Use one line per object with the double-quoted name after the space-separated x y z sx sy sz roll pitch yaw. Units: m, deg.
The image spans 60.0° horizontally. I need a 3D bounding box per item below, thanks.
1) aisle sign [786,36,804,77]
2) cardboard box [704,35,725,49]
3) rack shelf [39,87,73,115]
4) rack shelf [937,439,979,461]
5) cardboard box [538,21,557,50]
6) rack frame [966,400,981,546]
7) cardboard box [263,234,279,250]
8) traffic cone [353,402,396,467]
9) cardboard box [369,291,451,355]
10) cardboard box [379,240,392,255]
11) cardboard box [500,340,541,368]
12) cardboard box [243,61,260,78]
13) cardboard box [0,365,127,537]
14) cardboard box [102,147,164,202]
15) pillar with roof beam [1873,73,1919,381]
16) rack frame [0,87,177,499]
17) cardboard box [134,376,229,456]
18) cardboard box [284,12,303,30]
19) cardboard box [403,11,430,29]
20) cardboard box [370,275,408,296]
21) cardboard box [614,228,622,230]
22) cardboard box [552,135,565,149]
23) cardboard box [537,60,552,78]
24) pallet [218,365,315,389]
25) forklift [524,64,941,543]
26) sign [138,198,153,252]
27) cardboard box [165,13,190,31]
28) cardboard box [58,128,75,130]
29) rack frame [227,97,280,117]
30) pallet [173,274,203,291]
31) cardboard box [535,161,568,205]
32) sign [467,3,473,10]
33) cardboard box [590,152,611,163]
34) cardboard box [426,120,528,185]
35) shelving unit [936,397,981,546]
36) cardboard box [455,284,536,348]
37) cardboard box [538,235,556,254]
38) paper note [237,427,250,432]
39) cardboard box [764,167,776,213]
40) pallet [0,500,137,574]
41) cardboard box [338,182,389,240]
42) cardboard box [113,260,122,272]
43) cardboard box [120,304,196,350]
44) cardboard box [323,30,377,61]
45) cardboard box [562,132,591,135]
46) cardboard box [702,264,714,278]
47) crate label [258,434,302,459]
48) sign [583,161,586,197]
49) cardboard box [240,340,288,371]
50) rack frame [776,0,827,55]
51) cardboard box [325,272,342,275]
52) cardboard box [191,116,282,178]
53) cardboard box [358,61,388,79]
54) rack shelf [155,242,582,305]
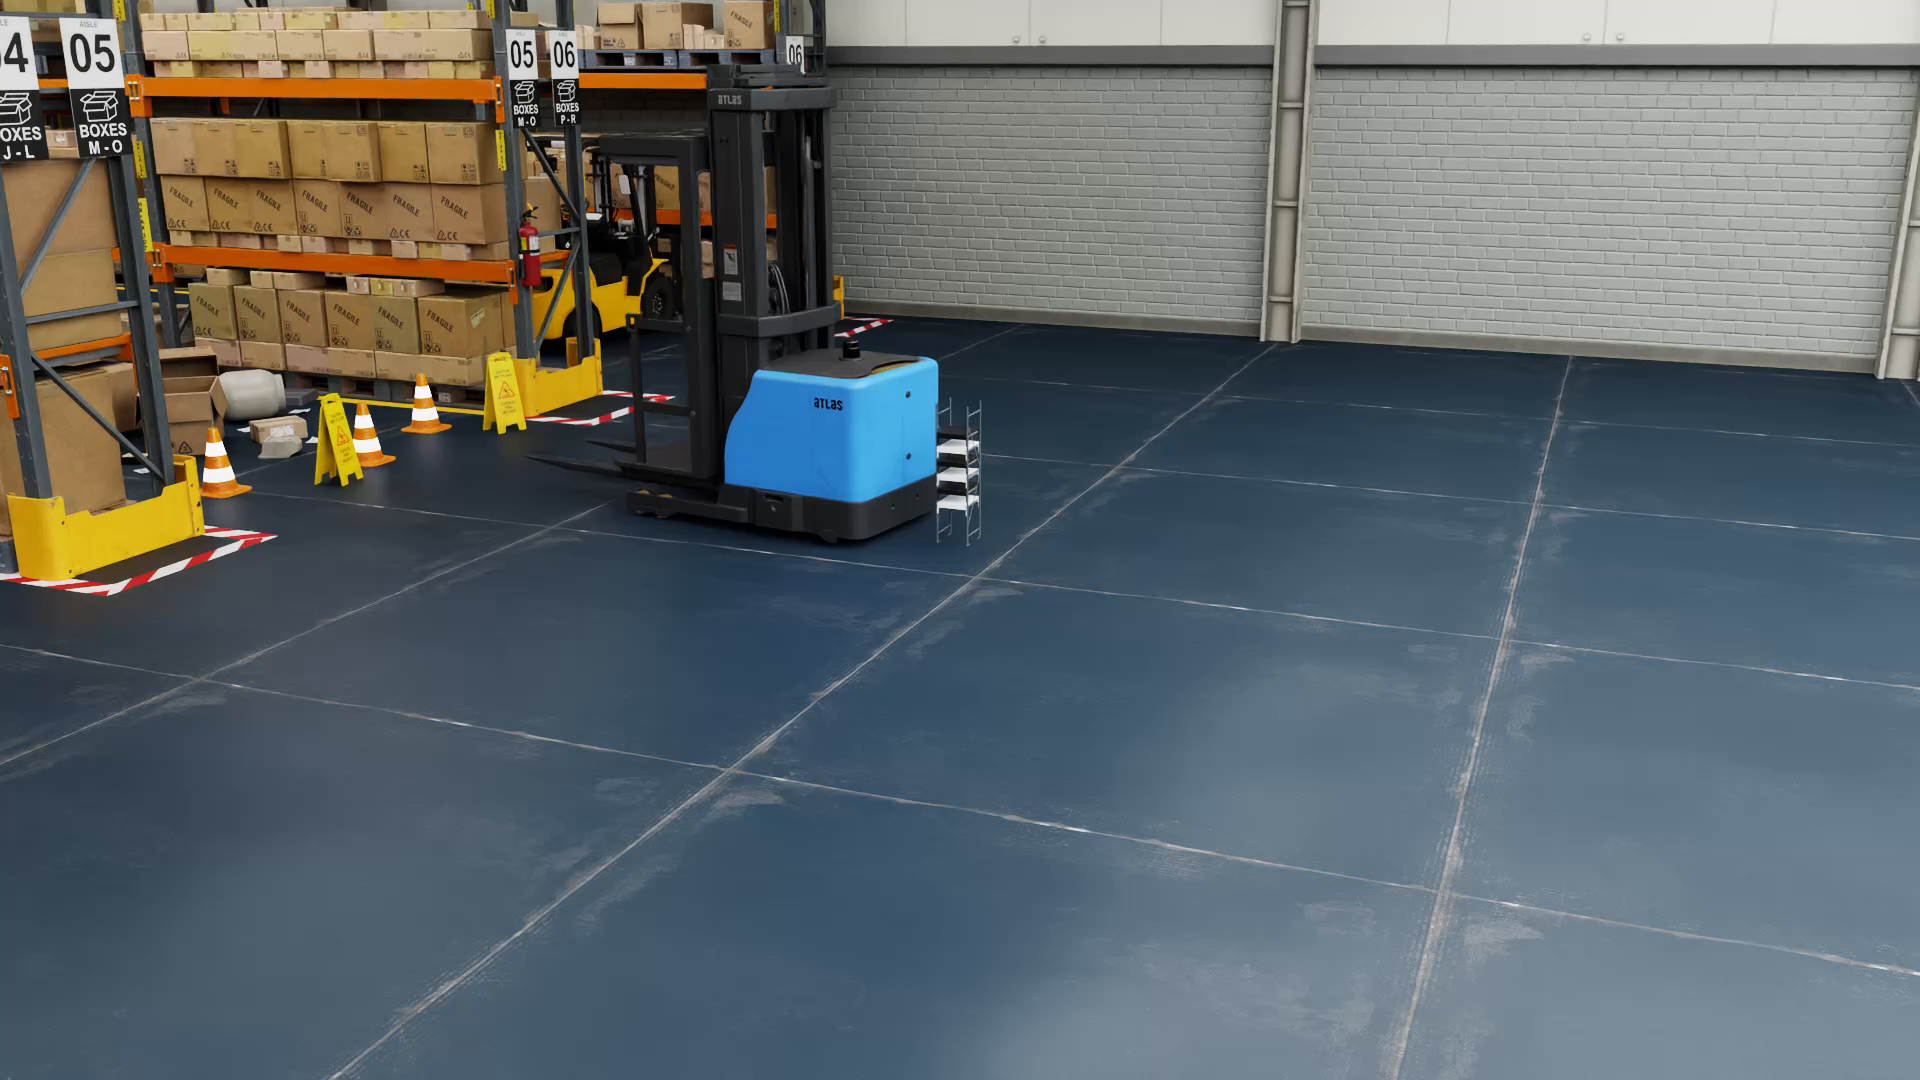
-1.800 -5.109 18.228 0.004 0.787 0.394 6 17 21 "aisle sign"
-2.636 -5.519 18.441 0.250 0.149 0.380 6 17 19 "cardboard box"
-7.154 -2.661 10.369 4.000 0.370 1.077 6 17 21 "rack shelf"
-0.008 -0.574 10.510 0.200 0.077 0.258 6 17 21 "rack shelf"
-4.790 -5.851 19.296 0.500 0.311 0.500 7 17 22 "cardboard box"
0.087 -0.423 10.515 0.006 0.900 0.240 6 17 21 "rack frame"
-6.128 -2.743 15.194 0.250 0.149 0.380 6 17 20 "cardboard box"
-4.536 -0.824 12.681 0.334 0.463 0.336 6 17 21 "traffic cone"
-4.899 -1.964 14.891 0.500 0.500 0.500 7 18 23 "cardboard box"
-4.942 -2.628 14.795 0.250 0.149 0.380 7 17 21 "cardboard box"
-4.220 -1.691 15.296 0.500 0.250 0.500 6 17 20 "cardboard box"
-6.135 -4.185 14.779 0.250 0.149 0.380 6 17 19 "cardboard box"
-5.949 -0.595 10.400 0.875 0.875 0.875 6 17 21 "cardboard box"
-7.806 -3.445 15.693 0.500 0.500 0.500 6 17 20 "cardboard box"
7.513 -4.785 11.016 0.400 9.000 9.100 6 17 21 "pillar with roof beam"
-5.293 -1.361 9.982 0.127 3.000 1.000 6 17 21 "rack frame"
-6.134 -0.980 13.145 0.637 0.503 0.797 -5 17 -18 "cardboard box"
-5.642 -4.513 14.479 0.250 0.149 0.380 7 17 22 "cardboard box"
-4.464 -4.374 14.000 0.250 0.149 0.380 6 17 20 "cardboard box"
-5.011 -2.269 14.780 0.250 0.149 0.380 7 17 22 "cardboard box"
-4.469 -3.666 20.305 0.500 0.250 0.500 6 17 20 "cardboard box"
-4.568 -4.665 19.486 0.250 0.149 0.380 7 17 22 "cardboard box"
-3.761 -4.093 14.464 0.250 0.149 0.380 6 17 21 "cardboard box"
-6.654 -1.666 16.033 1.213 0.211 1.003 6 17 21 "pallet"
-1.663 -1.667 11.159 3.031 2.935 1.130 9 19 29 "forklift"
-5.084 -1.958 10.344 0.005 0.325 0.100 6 17 21 "sign"
-6.866 -4.631 14.887 0.250 0.149 0.380 7 18 22 "cardboard box"
-8.648 -3.993 16.418 0.250 0.149 0.380 7 18 24 "cardboard box"
-9.195 -4.761 21.695 0.127 3.000 1.000 6 17 21 "rack frame"
-9.876 -3.508 22.380 1.213 0.211 1.003 6 17 21 "pallet"
-4.667 -4.238 19.713 0.500 0.500 0.500 7 17 22 "cardboard box"
-5.664 -6.050 19.263 0.005 0.325 0.100 6 17 21 "sign"
-4.094 -4.473 19.357 0.250 0.149 0.380 6 17 19 "cardboard box"
-4.127 -3.322 14.230 0.500 0.500 0.700 6 17 19 "cardboard box"
-0.008 -0.433 10.551 0.210 0.900 0.258 6 17 21 "shelving unit"
-4.242 -2.053 15.199 0.500 0.500 0.500 6 17 19 "cardboard box"
-3.811 -2.623 14.780 0.250 0.149 0.380 6 17 21 "cardboard box"
-5.916 -0.930 13.844 0.142 0.019 0.148 14 21 40 "paper note"
-2.308 -3.973 18.801 0.500 0.500 0.500 6 17 19 "cardboard box"
-6.066 -0.084 10.583 1.213 0.211 1.003 6 17 21 "pallet"
-5.105 -2.935 14.690 0.500 0.500 0.500 6 17 20 "cardboard box"
-11.107 -3.905 22.476 0.500 0.500 0.500 6 17 19 "cardboard box"
-7.781 -2.057 16.340 0.625 0.372 0.950 7 17 21 "cardboard box"
-5.098 -4.253 14.298 0.500 0.250 0.500 7 18 22 "cardboard box"
-4.597 -4.840 20.090 0.250 0.149 0.380 6 17 20 "cardboard box"
-2.784 -3.087 19.209 0.500 0.250 0.500 6 17 20 "cardboard box"
-5.290 -0.732 12.948 0.298 0.136 0.250 -2 16 -8 "crate label"
-3.372 -3.212 14.804 0.005 0.325 0.100 6 17 21 "sign"
-6.342 -1.764 15.547 0.500 0.250 0.500 7 18 24 "cardboard box"
-1.753 -6.824 18.039 0.127 3.000 1.000 6 17 21 "rack frame"
-8.010 -3.691 21.512 0.625 0.625 0.875 7 18 22 "cardboard box"
-6.495 -3.576 15.106 0.500 0.500 0.700 6 17 21 "cardboard box"
-4.944 -4.049 14.309 0.250 0.149 0.380 6 17 20 "cardboard box"
-5.432 -2.514 15.245 4.000 0.370 1.077 6 17 21 "rack shelf"
